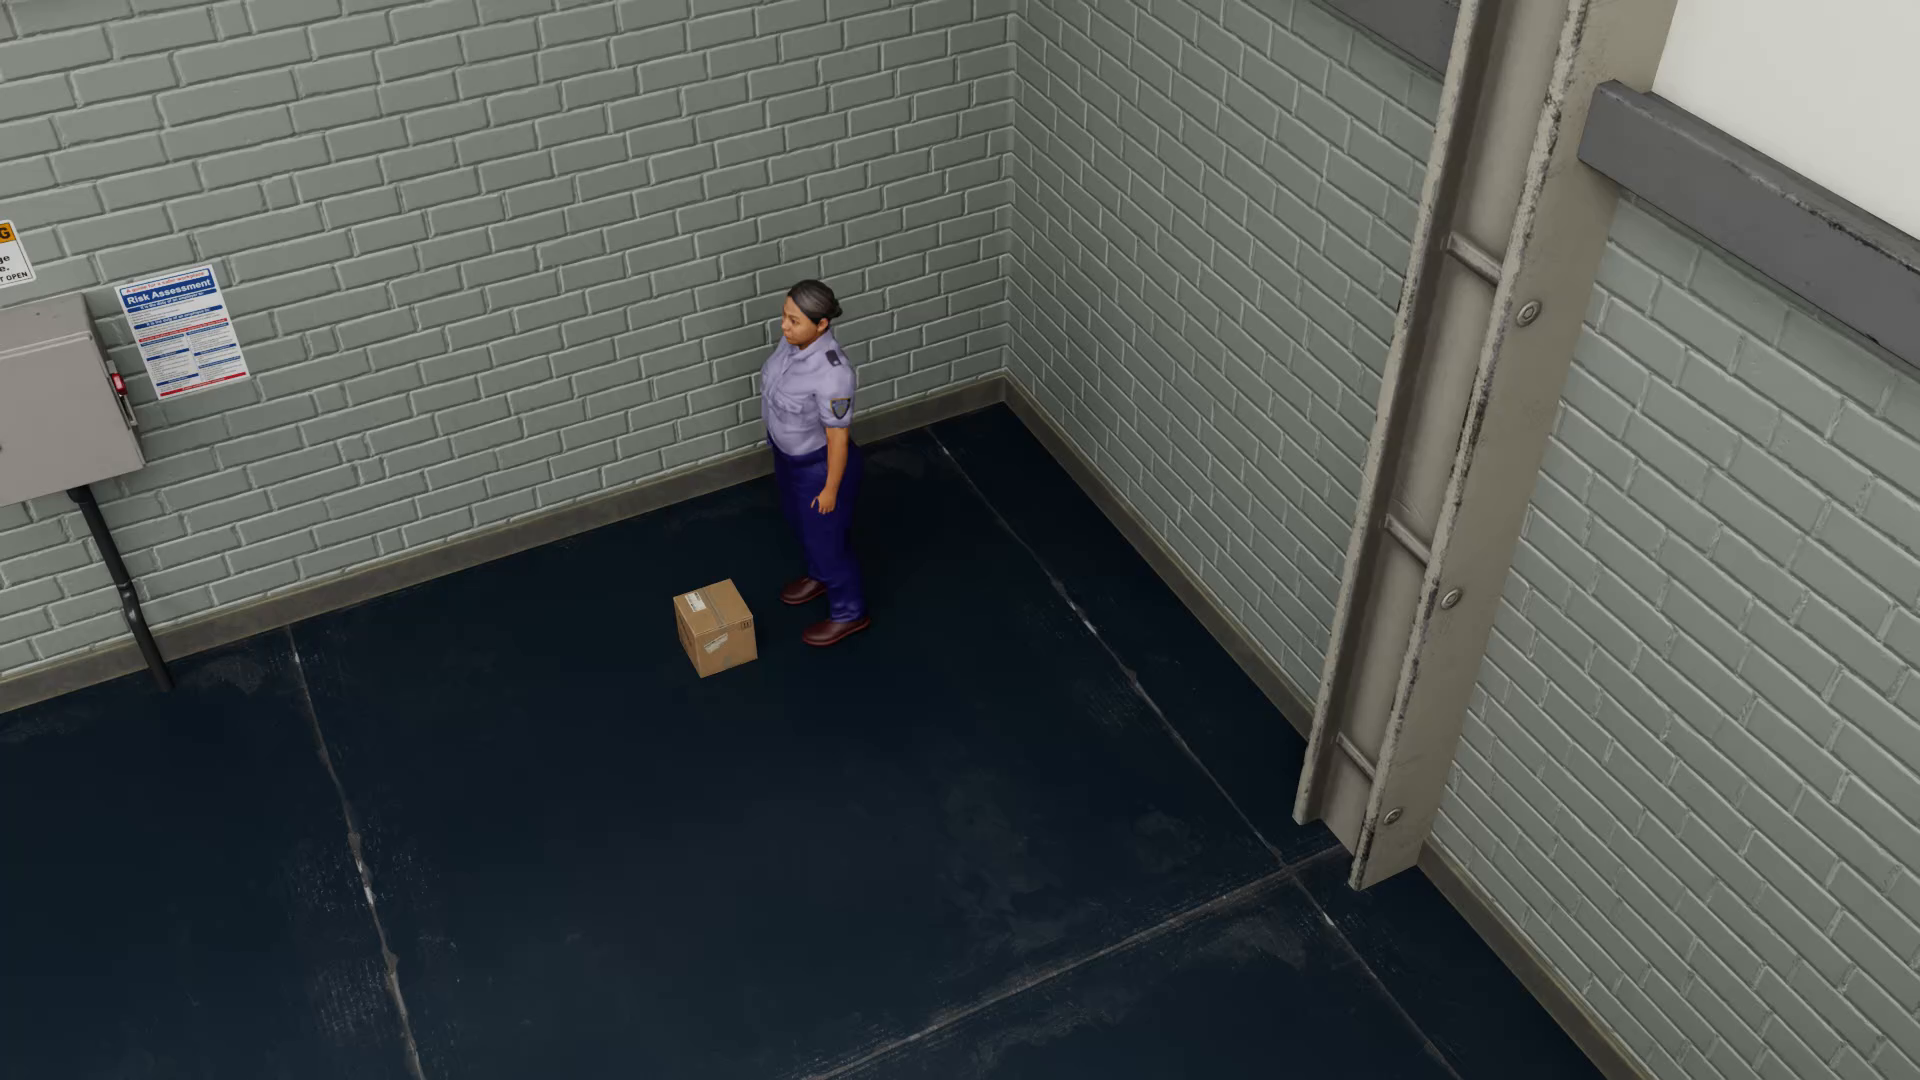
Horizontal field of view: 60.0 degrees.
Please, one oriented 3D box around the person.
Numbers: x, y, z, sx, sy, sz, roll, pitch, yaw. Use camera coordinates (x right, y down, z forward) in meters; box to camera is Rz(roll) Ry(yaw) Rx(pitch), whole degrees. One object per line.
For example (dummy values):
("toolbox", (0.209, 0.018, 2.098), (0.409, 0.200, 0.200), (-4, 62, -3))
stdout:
("person", (-0.569, -0.301, 6.513), (0.343, 1.646, 0.466), (-18, 45, -19))
